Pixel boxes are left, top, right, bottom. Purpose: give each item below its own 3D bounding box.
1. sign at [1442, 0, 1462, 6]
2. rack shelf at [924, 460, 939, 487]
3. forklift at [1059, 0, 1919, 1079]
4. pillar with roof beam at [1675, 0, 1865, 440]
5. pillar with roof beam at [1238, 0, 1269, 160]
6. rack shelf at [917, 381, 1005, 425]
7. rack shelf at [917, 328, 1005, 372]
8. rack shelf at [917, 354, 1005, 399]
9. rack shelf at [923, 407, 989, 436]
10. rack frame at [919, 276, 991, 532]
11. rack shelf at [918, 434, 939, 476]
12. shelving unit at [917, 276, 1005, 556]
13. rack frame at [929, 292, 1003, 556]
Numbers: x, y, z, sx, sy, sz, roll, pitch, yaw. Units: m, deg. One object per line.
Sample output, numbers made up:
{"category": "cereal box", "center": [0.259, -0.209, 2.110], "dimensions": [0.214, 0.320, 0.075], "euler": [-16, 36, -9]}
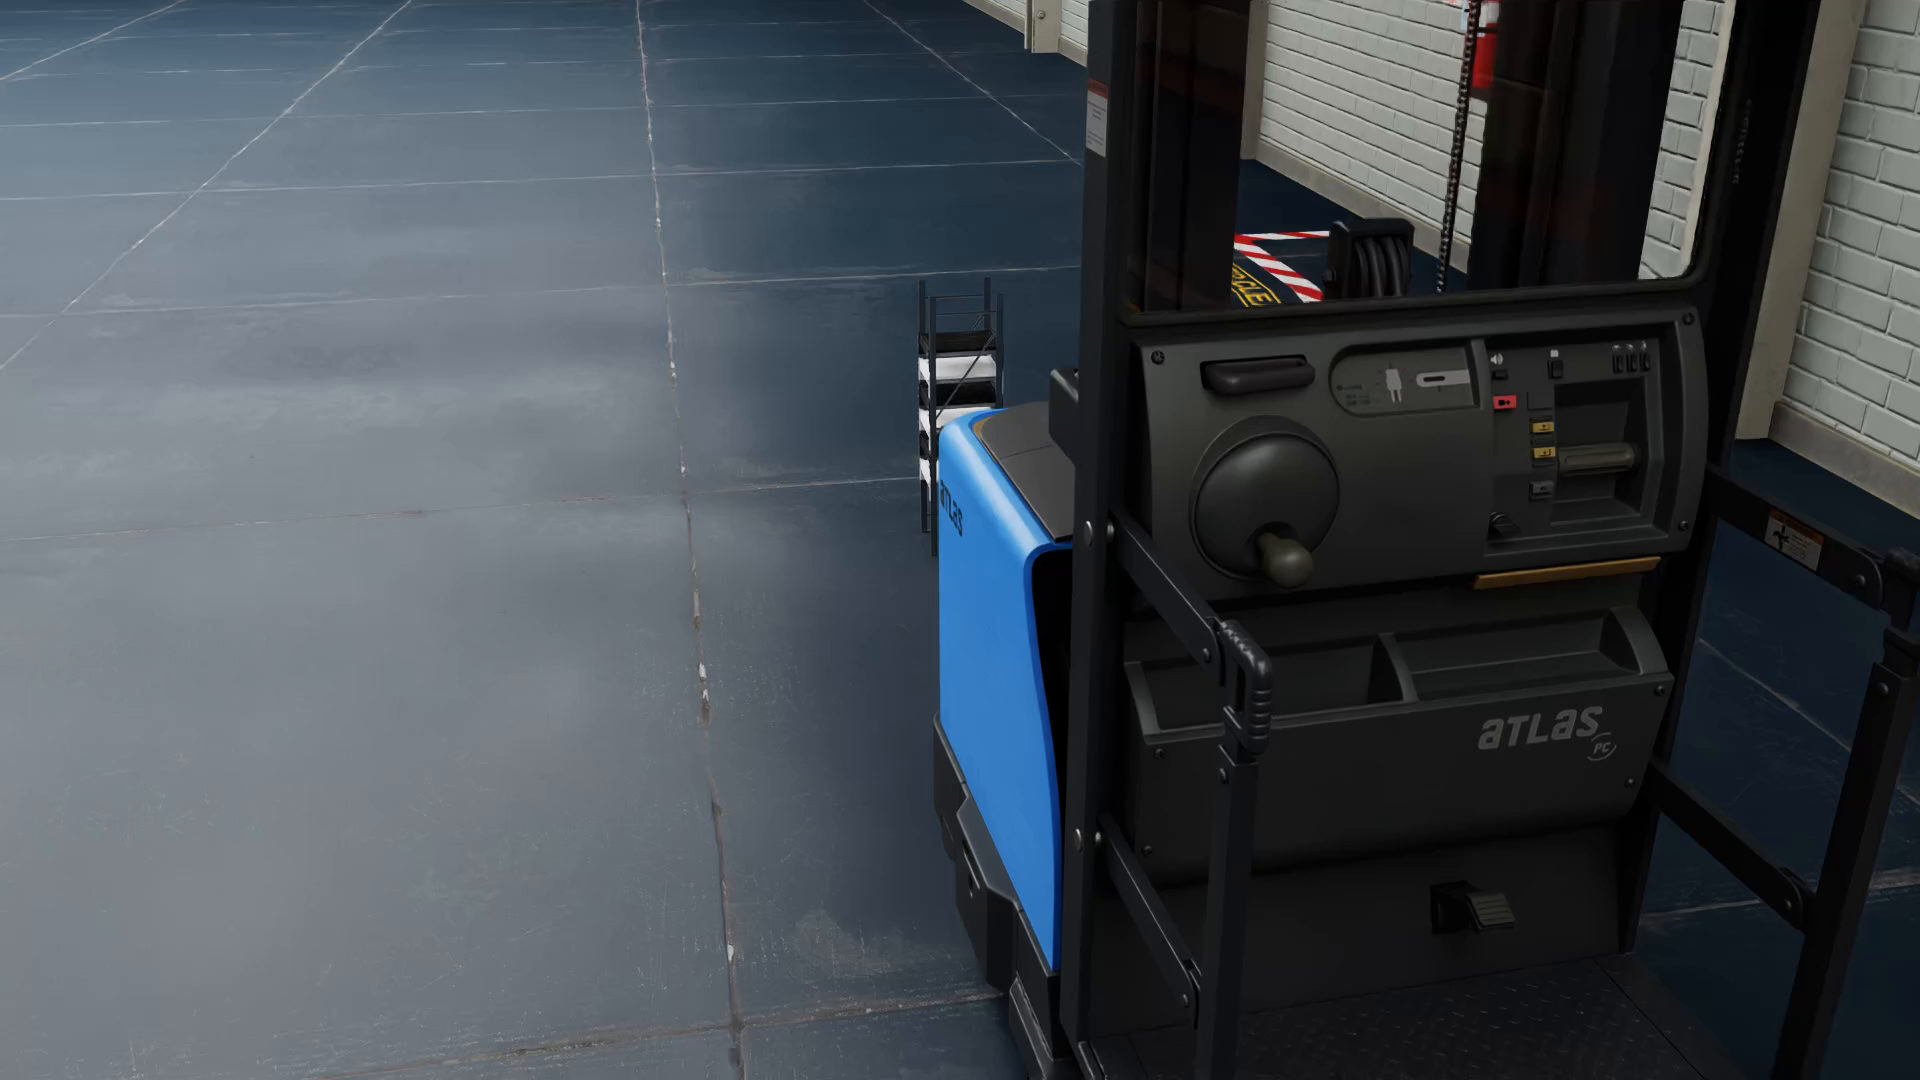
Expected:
{"category": "sign", "center": [2.678, -3.073, 8.993], "dimensions": [0.001, 0.329, 0.234], "euler": [-4, 24, -10]}
{"category": "rack shelf", "center": [0.001, -0.232, 5.640], "dimensions": [0.221, 0.026, 0.190], "euler": [-4, 24, -10]}
{"category": "forklift", "center": [0.765, -0.118, 2.358], "dimensions": [1.110, 2.935, 3.031], "euler": [-5, 24, -12]}
{"category": "pillar with roof beam", "center": [-1.133, -4.287, 4.323], "dimensions": [9.100, 9.000, 0.400], "euler": [-4, 24, -10]}
{"category": "pillar with roof beam", "center": [-2.242, -6.647, 9.726], "dimensions": [9.100, 9.000, 0.400], "euler": [-4, 24, -10]}
{"category": "rack shelf", "center": [0.001, -0.461, 5.540], "dimensions": [0.258, 0.077, 0.200], "euler": [-4, 24, -10]}
{"category": "rack shelf", "center": [0.001, -0.626, 5.468], "dimensions": [0.258, 0.077, 0.200], "euler": [-4, 24, -10]}
{"category": "rack shelf", "center": [0.001, -0.544, 5.504], "dimensions": [0.258, 0.077, 0.200], "euler": [-4, 24, -10]}
{"category": "rack shelf", "center": [0.001, -0.397, 5.568], "dimensions": [0.221, 0.026, 0.190], "euler": [-4, 24, -10]}
{"category": "rack frame", "center": [-0.017, -0.449, 5.654], "dimensions": [0.240, 0.900, 0.006], "euler": [-4, 24, -10]}
{"category": "rack shelf", "center": [0.001, -0.296, 5.612], "dimensions": [0.258, 0.077, 0.200], "euler": [-4, 24, -10]}
{"category": "shelving unit", "center": [0.001, -0.409, 5.563], "dimensions": [0.258, 0.900, 0.210], "euler": [-4, 24, -10]}
{"category": "rack frame", "center": [0.020, -0.369, 5.471], "dimensions": [0.240, 0.900, 0.006], "euler": [-4, 24, -10]}
